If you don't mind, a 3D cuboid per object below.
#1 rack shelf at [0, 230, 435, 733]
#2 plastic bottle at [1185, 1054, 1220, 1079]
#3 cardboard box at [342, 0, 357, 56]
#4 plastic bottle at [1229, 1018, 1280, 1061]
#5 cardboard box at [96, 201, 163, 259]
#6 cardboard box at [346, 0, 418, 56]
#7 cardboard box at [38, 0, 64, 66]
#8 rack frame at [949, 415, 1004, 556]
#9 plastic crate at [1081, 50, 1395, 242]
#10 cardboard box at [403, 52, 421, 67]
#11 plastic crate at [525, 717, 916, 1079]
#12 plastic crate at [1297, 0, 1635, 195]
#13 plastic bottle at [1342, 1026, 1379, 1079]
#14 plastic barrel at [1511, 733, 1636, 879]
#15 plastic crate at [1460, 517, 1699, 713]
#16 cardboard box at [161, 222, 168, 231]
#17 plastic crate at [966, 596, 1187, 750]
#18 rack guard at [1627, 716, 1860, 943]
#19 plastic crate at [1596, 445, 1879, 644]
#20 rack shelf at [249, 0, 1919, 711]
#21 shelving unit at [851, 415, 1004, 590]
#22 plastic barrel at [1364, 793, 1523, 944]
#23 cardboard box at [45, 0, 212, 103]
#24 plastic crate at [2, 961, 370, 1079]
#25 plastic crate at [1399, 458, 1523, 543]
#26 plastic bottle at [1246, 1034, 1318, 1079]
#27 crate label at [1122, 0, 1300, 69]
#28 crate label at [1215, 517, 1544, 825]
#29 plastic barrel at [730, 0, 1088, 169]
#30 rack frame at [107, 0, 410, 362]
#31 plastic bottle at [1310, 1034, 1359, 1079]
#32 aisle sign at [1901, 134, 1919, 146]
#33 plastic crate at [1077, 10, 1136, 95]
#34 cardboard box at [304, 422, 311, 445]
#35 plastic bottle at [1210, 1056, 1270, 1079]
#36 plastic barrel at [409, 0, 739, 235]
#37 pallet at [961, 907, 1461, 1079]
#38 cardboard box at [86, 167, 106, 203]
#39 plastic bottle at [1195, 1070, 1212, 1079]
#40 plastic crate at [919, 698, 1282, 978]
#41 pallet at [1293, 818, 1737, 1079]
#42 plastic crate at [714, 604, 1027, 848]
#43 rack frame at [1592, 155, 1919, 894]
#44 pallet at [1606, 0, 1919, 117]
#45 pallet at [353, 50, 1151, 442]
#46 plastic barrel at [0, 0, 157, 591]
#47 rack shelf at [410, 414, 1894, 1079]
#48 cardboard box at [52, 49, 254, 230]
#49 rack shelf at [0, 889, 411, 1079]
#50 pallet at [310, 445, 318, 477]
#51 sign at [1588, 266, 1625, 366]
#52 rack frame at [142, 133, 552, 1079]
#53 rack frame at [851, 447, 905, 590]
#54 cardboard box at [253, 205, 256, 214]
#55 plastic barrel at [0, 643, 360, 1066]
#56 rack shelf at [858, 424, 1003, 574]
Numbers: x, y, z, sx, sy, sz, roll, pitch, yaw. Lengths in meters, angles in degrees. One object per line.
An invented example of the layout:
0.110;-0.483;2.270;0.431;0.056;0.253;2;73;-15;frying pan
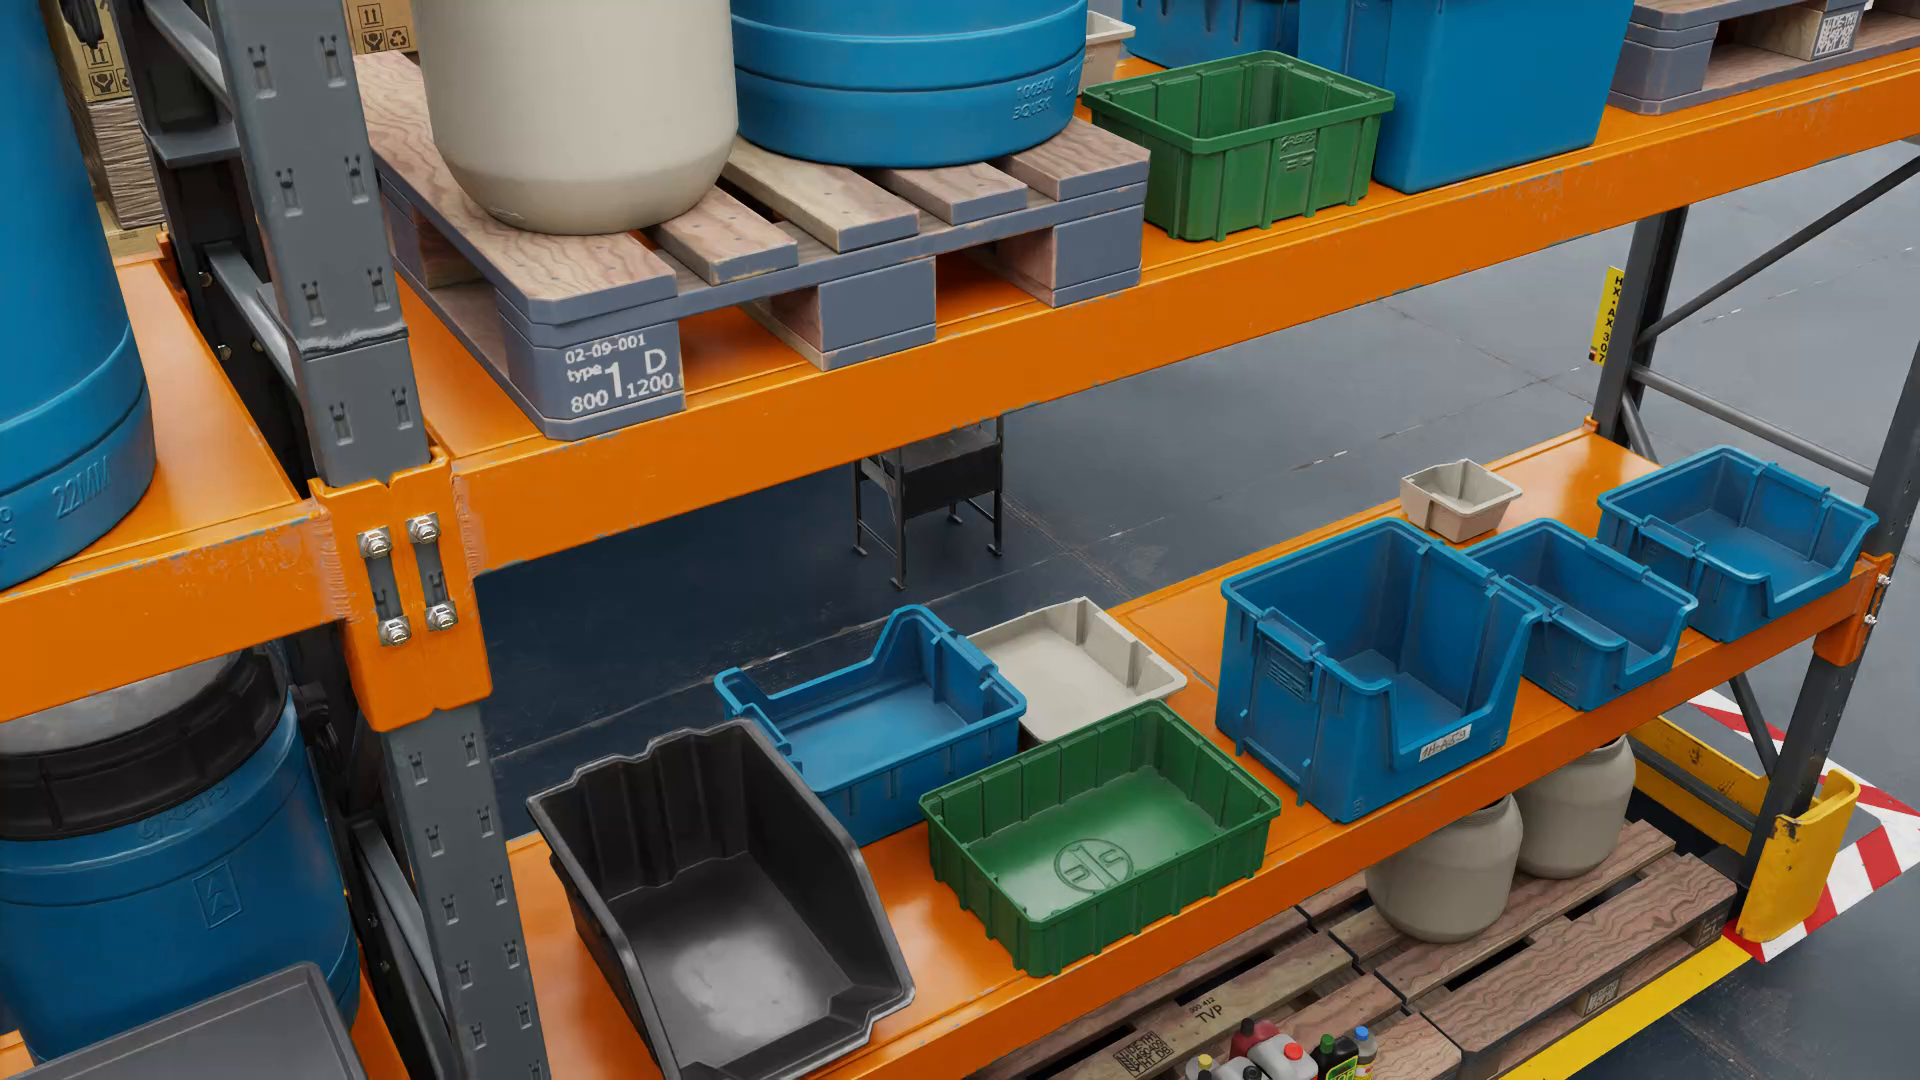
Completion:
-2.673;0.430;1.620;4.000;0.370;1.077;-19;37;-27;rack shelf
0.637;1.435;4.374;0.097;0.201;0.097;0;32;0;plastic bottle
-2.740;-2.157;6.549;0.500;0.500;0.500;-19;37;-27;cardboard box
0.779;1.363;4.411;0.133;0.283;0.061;-19;37;-27;plastic bottle
-3.332;-1.226;6.618;0.250;0.149;0.380;-19;37;-27;cardboard box
-2.320;-2.302;6.777;0.500;0.500;0.500;-19;37;-27;cardboard box
-3.446;-2.249;6.695;0.500;0.500;0.500;-19;37;-27;cardboard box
0.066;-0.911;6.726;0.015;2.100;0.400;-19;37;-27;rack frame
0.482;-0.697;2.931;0.450;0.188;0.336;-19;37;-27;plastic crate
-2.459;-1.994;7.227;0.500;0.500;0.875;-19;37;-27;cardboard box
-0.483;0.748;3.311;0.504;0.338;0.767;-19;37;-27;plastic crate
0.930;-0.916;3.094;0.575;0.384;0.392;-19;37;-27;plastic crate
1.064;1.385;4.454;0.097;0.201;0.097;0;32;0;plastic bottle
1.858;0.759;5.174;0.421;0.512;0.421;0;32;0;plastic barrel
1.562;0.187;4.282;0.408;0.251;0.499;-19;37;-27;plastic crate
-3.115;-1.292;6.723;0.250;0.149;0.380;-19;37;-27;cardboard box
0.236;0.345;4.139;0.437;0.136;0.530;-19;37;-27;plastic crate
2.332;0.760;5.576;0.348;0.500;1.175;-19;37;-27;rack guard
2.111;0.002;4.575;0.616;0.251;0.499;-19;37;-27;plastic crate
0.689;-0.726;3.453;4.000;0.370;1.077;-19;37;-27;rack shelf
-0.139;-0.840;6.614;0.503;2.100;0.431;-19;37;-27;shelving unit
1.437;0.904;4.944;0.421;0.512;0.421;0;32;0;plastic barrel
-3.160;-2.012;6.318;0.500;0.500;0.500;-19;37;-27;cardboard box
-1.233;1.066;2.688;0.583;0.464;0.402;-19;37;-27;plastic crate
1.443;-0.114;4.867;0.250;0.136;0.298;-19;37;-27;plastic crate
0.837;1.414;4.338;0.135;0.276;0.152;-19;37;-27;plastic bottle
0.618;-1.153;3.594;0.408;0.251;0.502;-19;37;-27;crate label
0.970;0.298;3.933;0.616;0.435;0.502;-19;37;-27;crate label
-0.097;-1.082;2.479;0.708;0.901;0.600;-19;37;-27;plastic barrel
-0.992;-1.721;1.544;0.127;3.000;1.000;-19;37;-27;rack frame
0.976;1.392;4.365;0.133;0.283;0.061;-18;36;-26;plastic bottle
2.591;-1.327;4.106;0.004;0.787;0.394;-19;37;-27;aisle sign
0.138;-0.986;3.438;0.396;0.136;0.243;-19;37;-27;plastic crate
-2.840;-0.792;7.643;0.500;0.500;0.500;-8;33;-12;cardboard box
0.721;1.454;4.274;0.135;0.276;0.152;-20;37;-29;plastic bottle
-0.524;-0.714;2.260;0.421;0.512;0.421;0;32;0;plastic barrel
0.621;1.465;4.729;1.213;0.211;1.003;-19;37;-27;pallet
-3.654;-1.493;7.040;0.250;0.149;0.380;-19;37;-27;cardboard box
0.584;1.472;4.176;0.185;0.351;0.144;-17;36;-25;plastic bottle
0.302;0.640;3.623;0.662;0.188;0.450;-19;37;-27;plastic crate
1.646;1.115;5.285;1.213;0.211;1.003;-19;37;-27;pallet
-0.209;0.437;3.885;0.616;0.251;0.499;-19;37;-27;plastic crate
2.370;-0.340;4.978;0.127;3.000;1.000;-19;37;-27;rack frame
1.622;-1.334;3.918;1.213;0.211;1.003;-19;37;-27;pallet
-0.439;-0.625;2.795;1.003;0.211;1.213;-19;37;-27;pallet
-1.302;-0.420;1.823;0.708;0.901;0.600;-19;37;-27;plastic barrel
0.689;0.542;4.253;4.000;0.370;1.077;-19;37;-27;rack shelf
-3.264;-1.675;6.722;0.500;0.500;0.875;-19;37;-27;cardboard box
-2.673;1.698;2.420;4.000;0.370;1.077;-19;37;-27;rack shelf
-3.130;-0.436;7.743;1.213;0.211;1.003;-19;37;-27;pallet
2.076;-0.705;5.297;0.005;0.325;0.100;-19;37;-27;sign
-0.992;0.816;3.145;0.127;3.000;1.000;-19;37;-27;rack frame
-0.344;-0.770;6.502;0.015;2.100;0.400;-19;37;-27;rack frame
-2.920;-1.377;6.857;0.250;0.149;0.380;-19;37;-27;cardboard box
-1.481;0.580;3.049;0.708;0.901;0.600;-19;37;-27;plastic barrel
-0.139;-0.237;6.995;0.480;0.518;0.431;-19;37;-27;rack shelf
